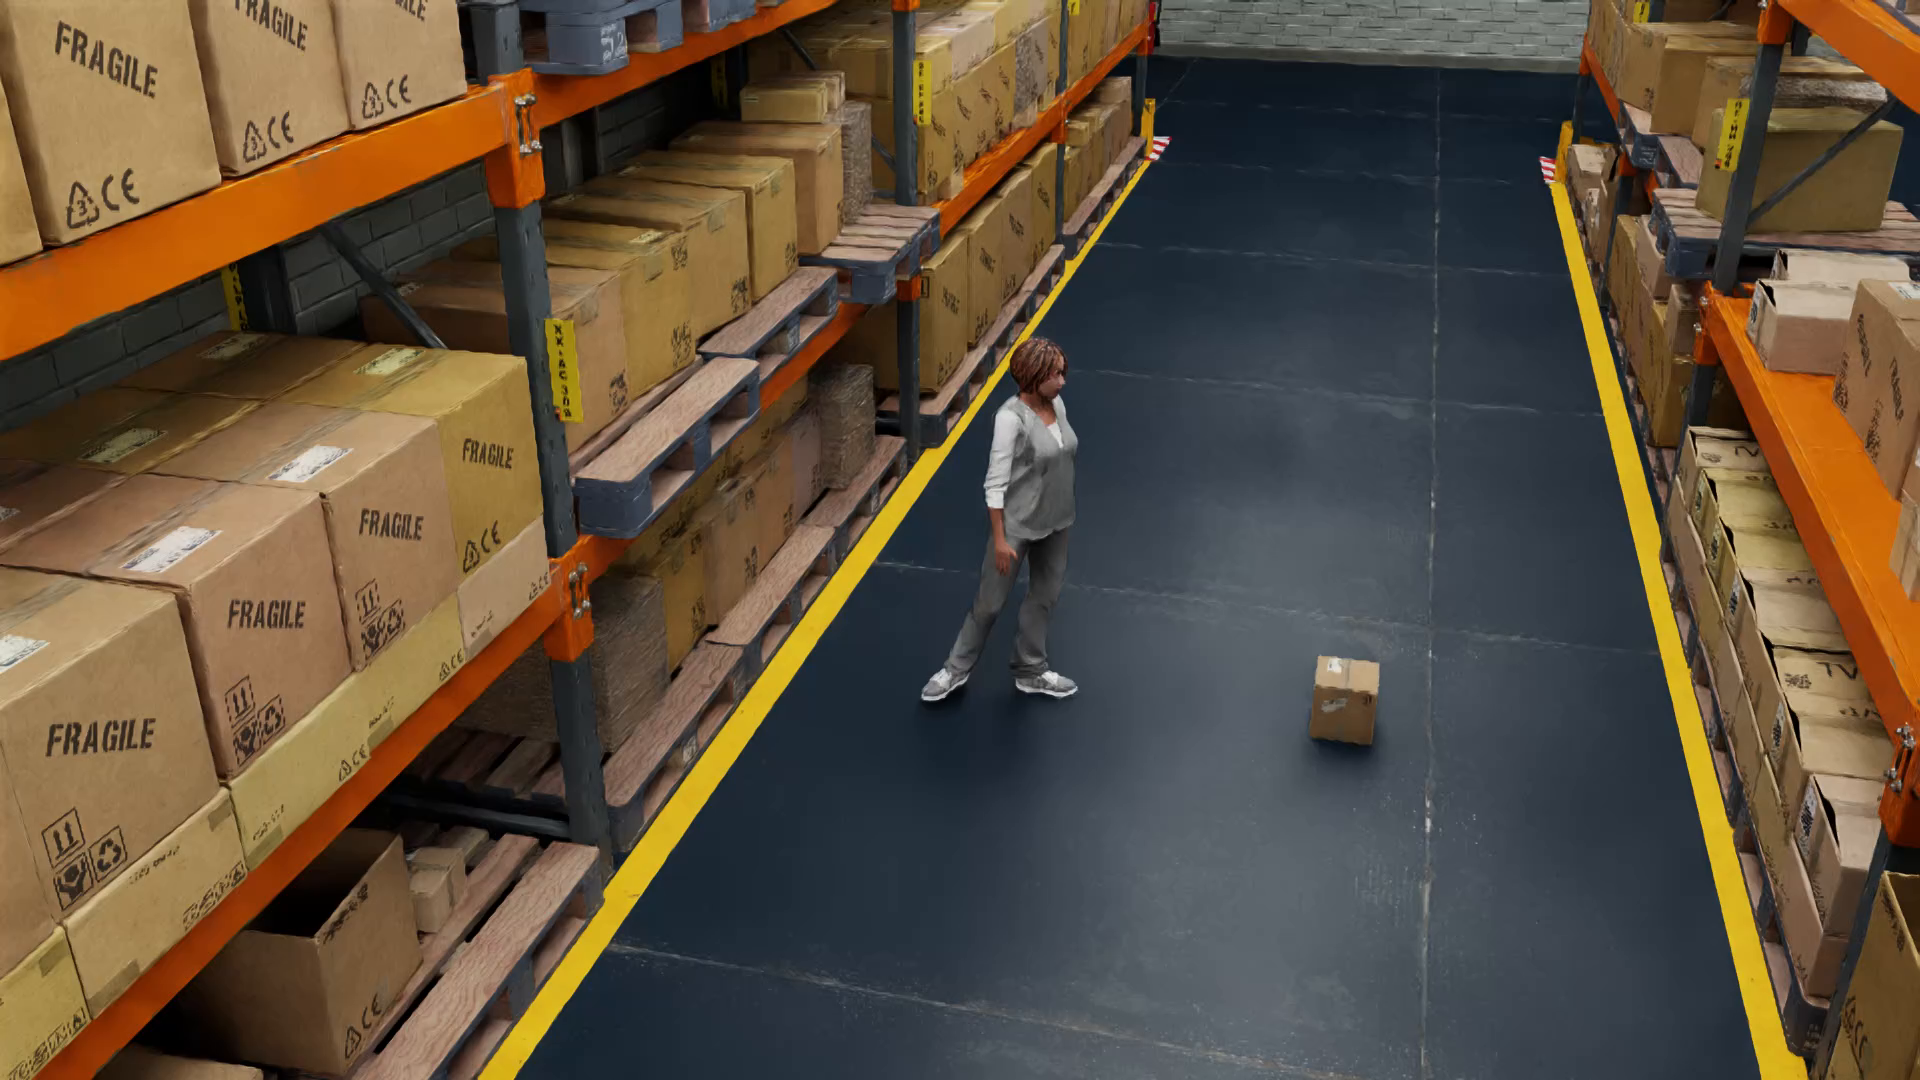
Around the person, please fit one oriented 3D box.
[{"bbox_3d":[0.168,-0.024,6.720,0.592,1.549,0.449,-22,33,-38],"label":"person"}]
